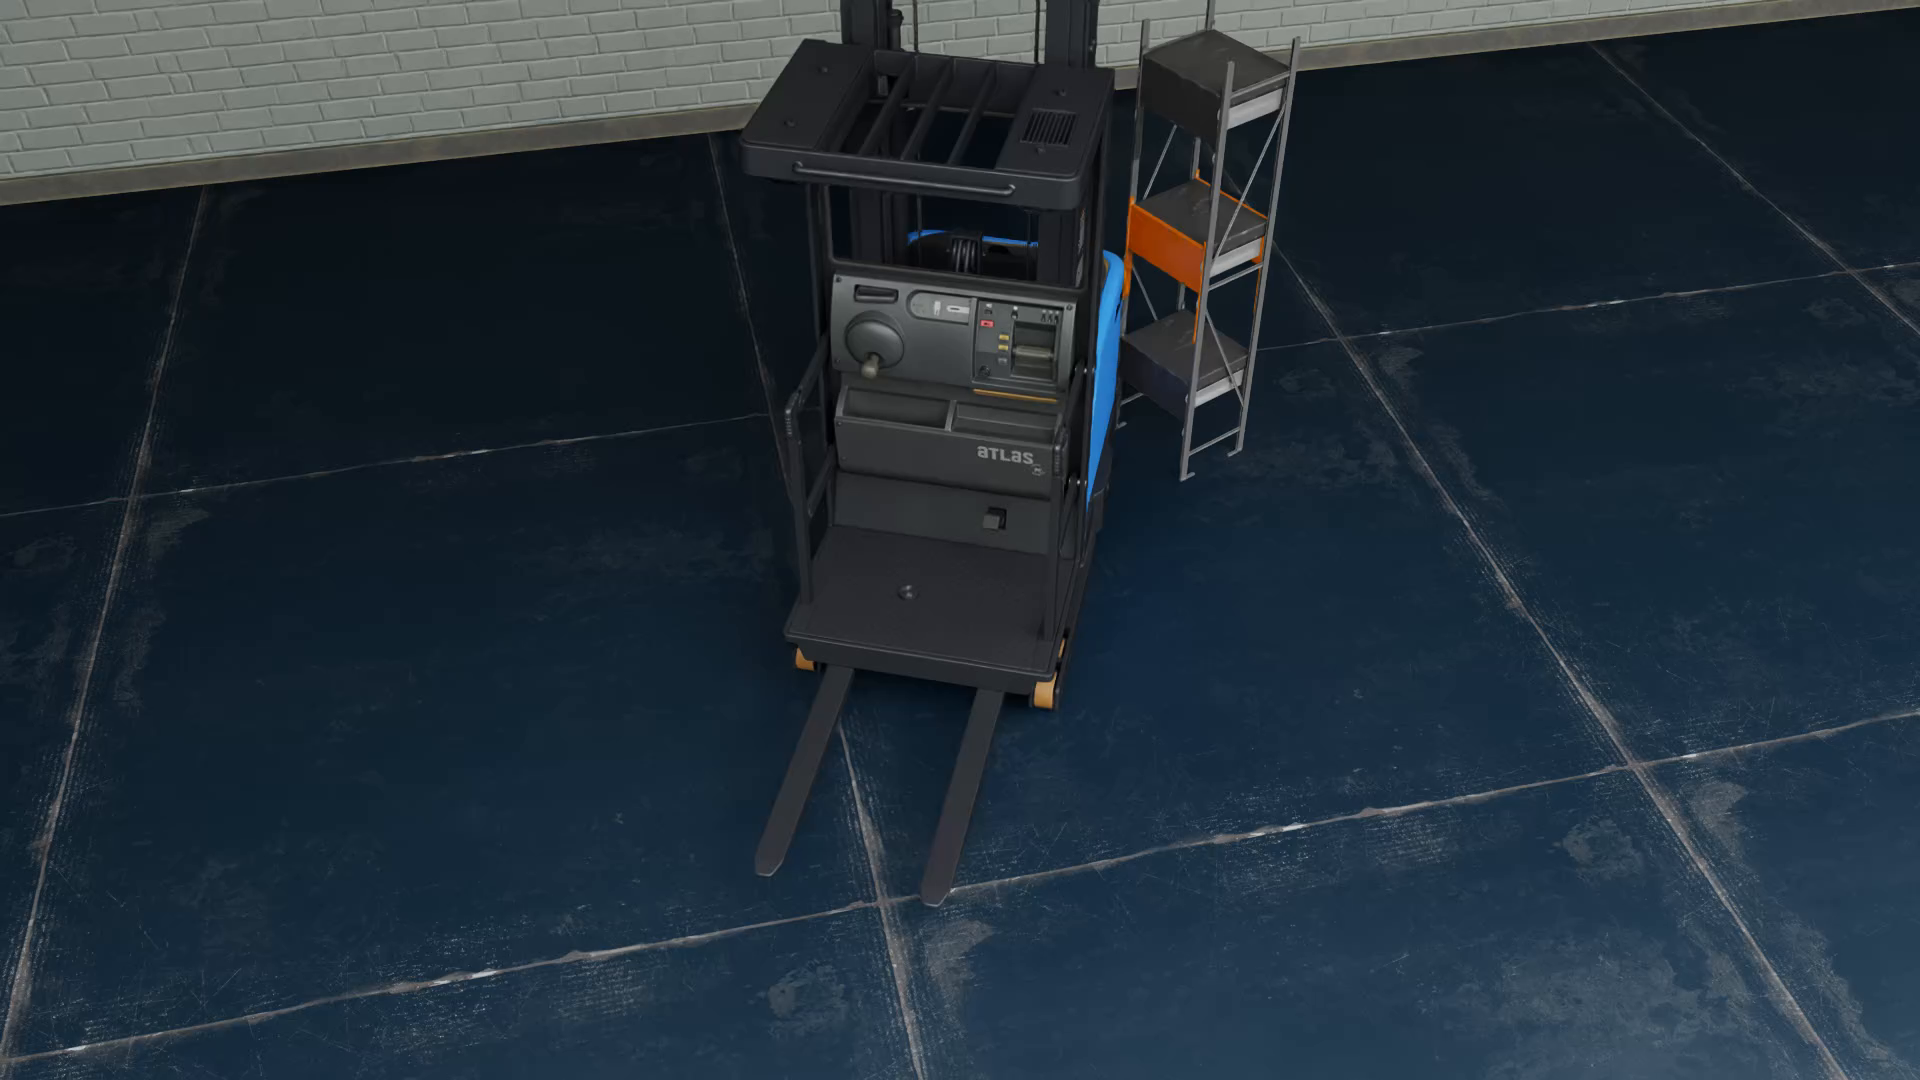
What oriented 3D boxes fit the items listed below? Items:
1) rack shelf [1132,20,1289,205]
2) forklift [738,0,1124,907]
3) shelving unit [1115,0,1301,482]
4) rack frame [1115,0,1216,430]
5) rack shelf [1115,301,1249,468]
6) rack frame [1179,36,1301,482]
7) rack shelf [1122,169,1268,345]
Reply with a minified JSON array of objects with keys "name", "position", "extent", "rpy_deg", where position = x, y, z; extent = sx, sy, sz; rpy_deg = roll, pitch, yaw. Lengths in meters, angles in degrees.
[{"name":"rack shelf","position":[1.049,-1.785,6.927],"extent":[0.431,0.518,0.480],"rpy_deg":[-27,48,-27]},{"name":"forklift","position":[-0.075,-0.687,6.097],"extent":[1.130,2.935,3.031],"rpy_deg":[8,42,9]},{"name":"shelving unit","position":[1.049,-1.271,7.382],"extent":[0.431,2.100,0.503],"rpy_deg":[-27,48,-27]},{"name":"rack frame","position":[0.902,-1.401,7.528],"extent":[0.400,2.100,0.015],"rpy_deg":[-27,48,-27]},{"name":"rack shelf","position":[1.049,-0.738,7.856],"extent":[0.431,0.518,0.480],"rpy_deg":[-27,48,-27]},{"name":"rack frame","position":[1.196,-1.142,7.237],"extent":[0.400,2.100,0.015],"rpy_deg":[-27,48,-27]},{"name":"rack shelf","position":[1.049,-1.261,7.391],"extent":[0.431,0.518,0.480],"rpy_deg":[-27,48,-27]}]
